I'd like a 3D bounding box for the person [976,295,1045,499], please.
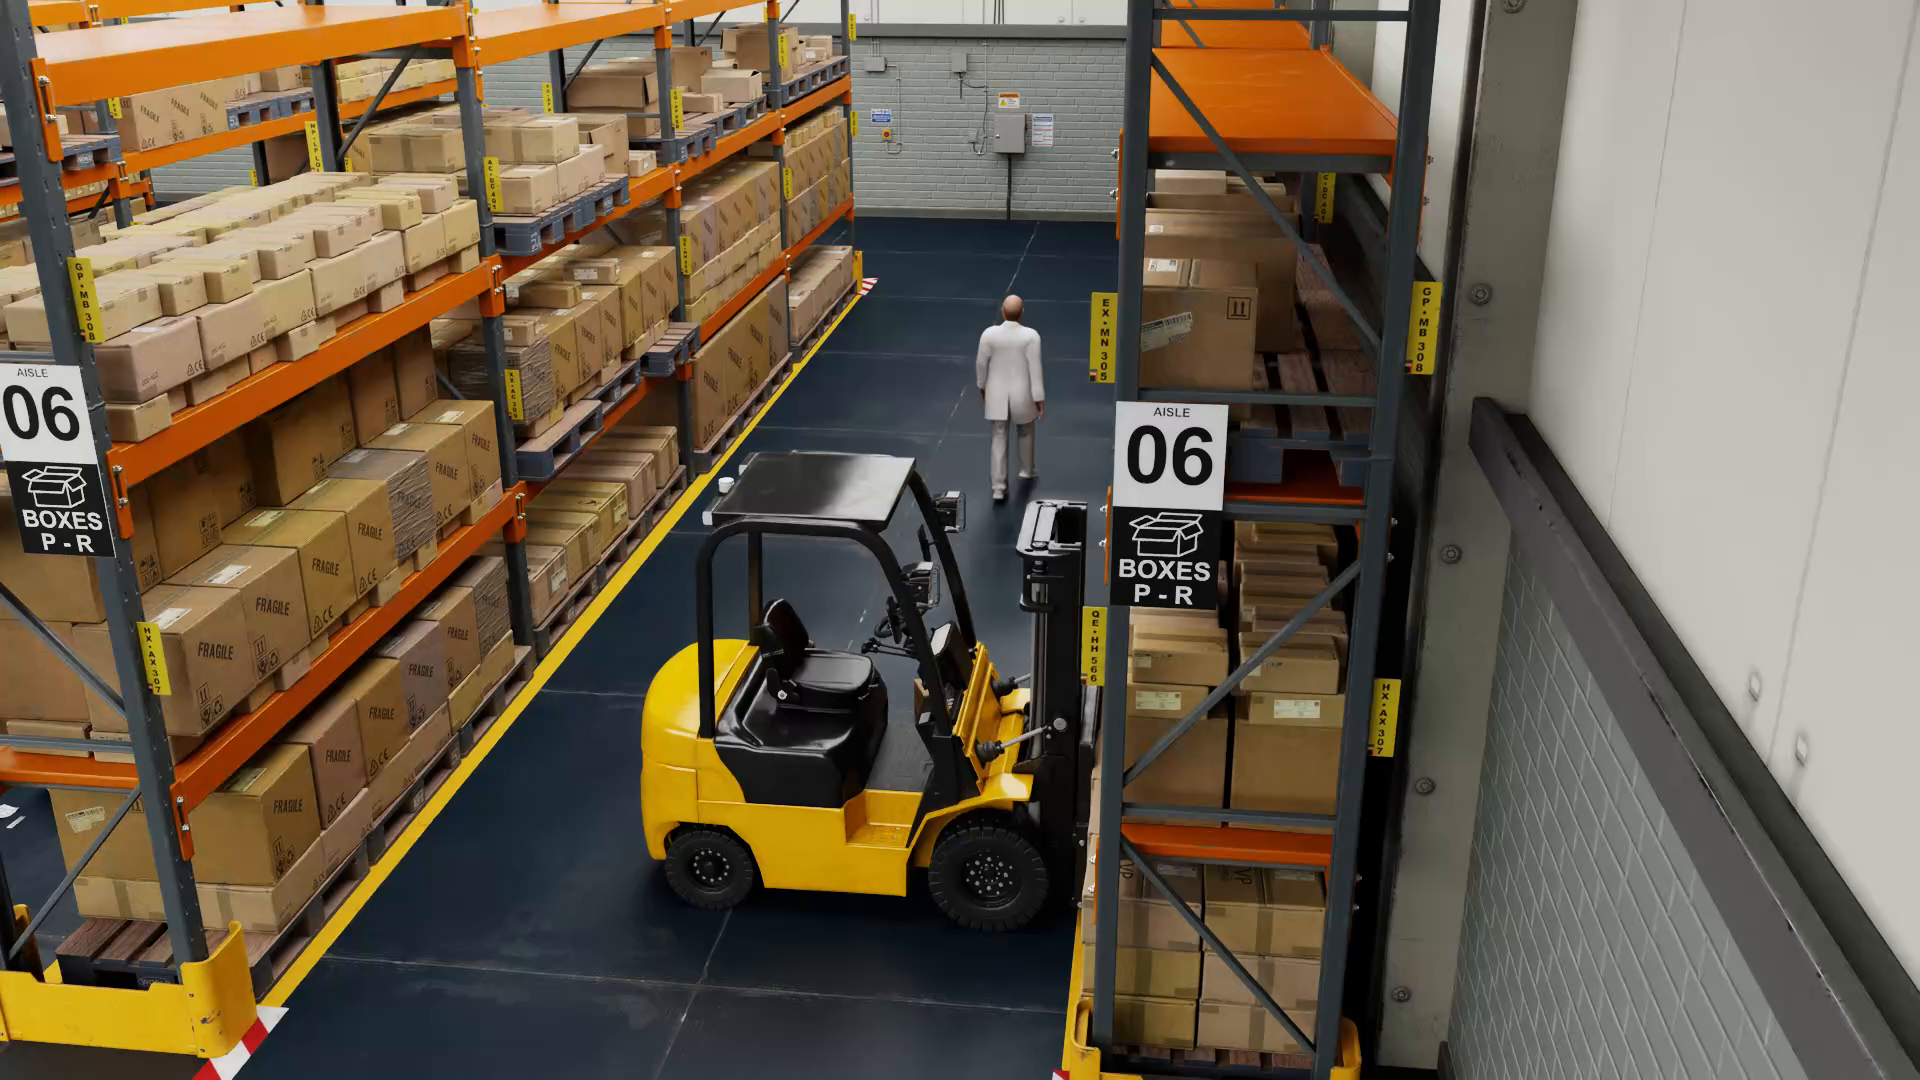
[{"bbox_3d":[0.452,-1.290,14.471,0.624,1.768,0.923,3,21,7],"label":"person"}]
